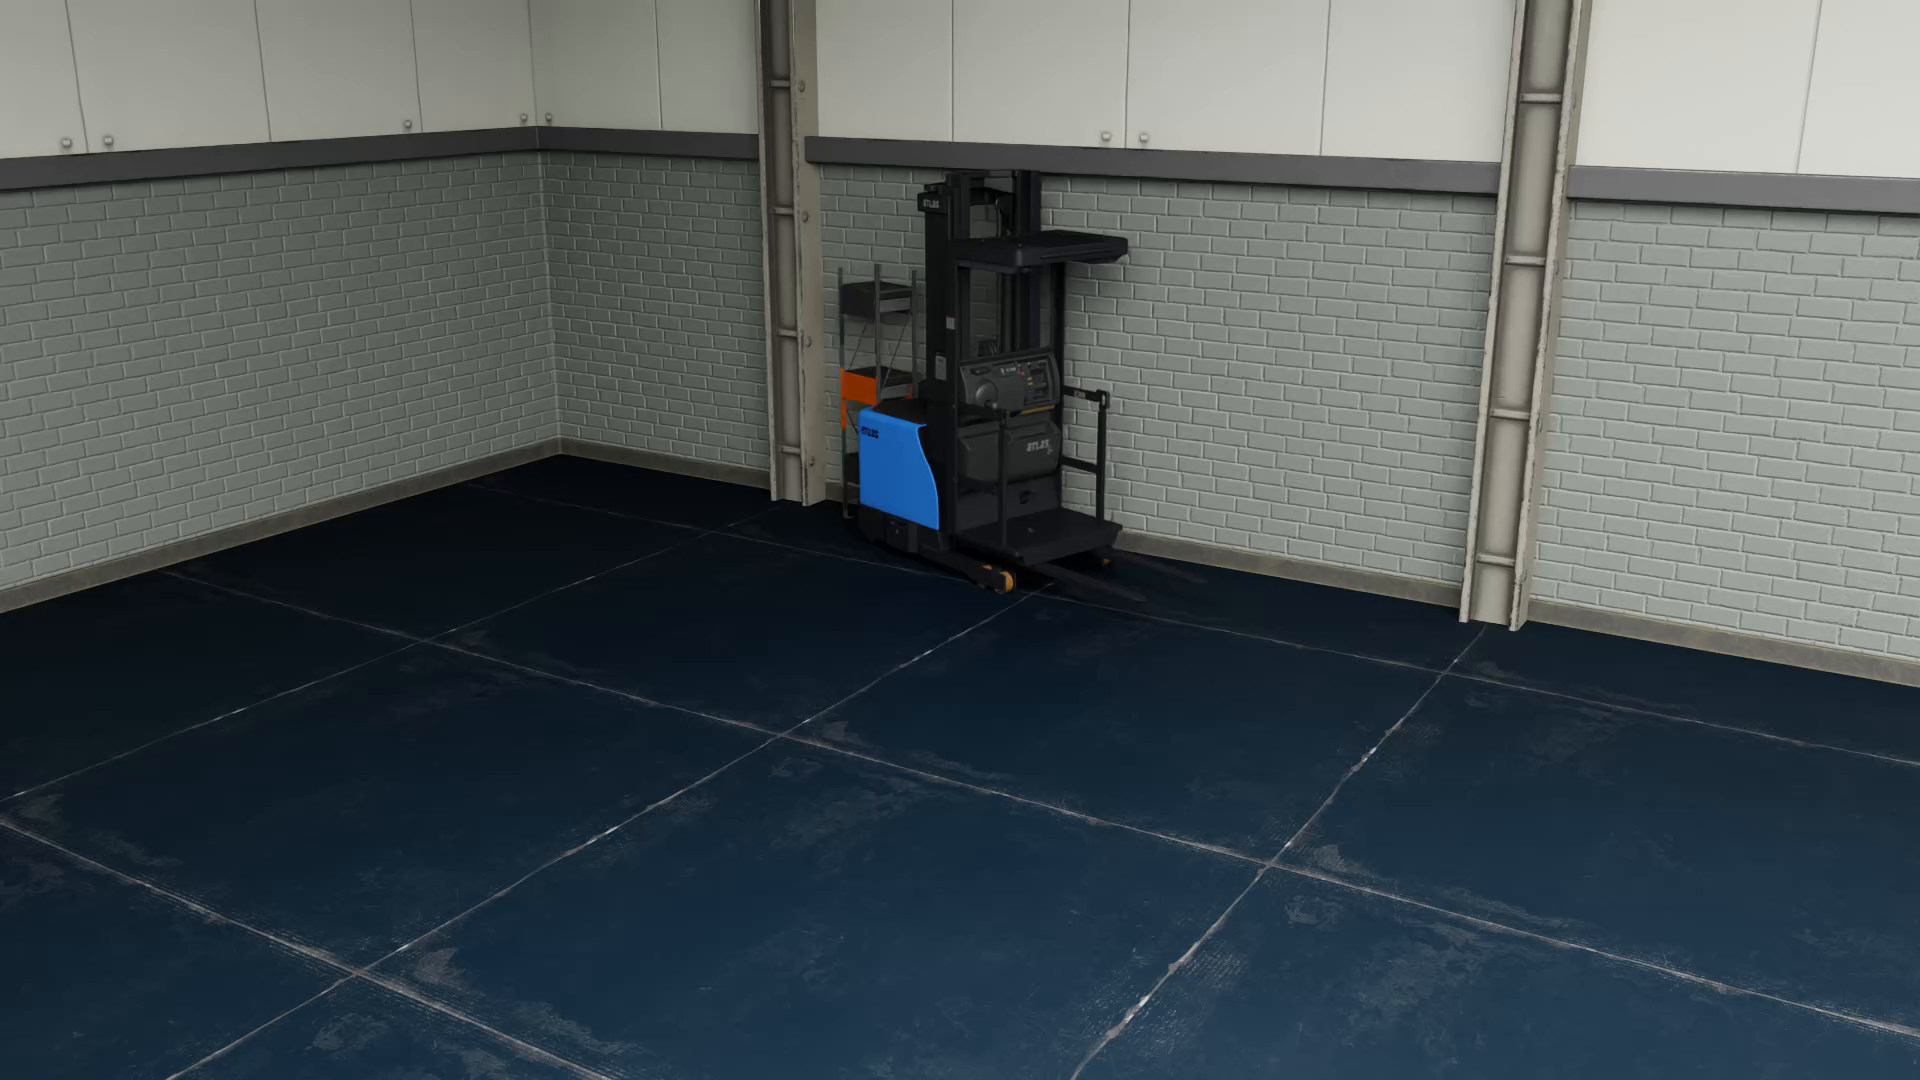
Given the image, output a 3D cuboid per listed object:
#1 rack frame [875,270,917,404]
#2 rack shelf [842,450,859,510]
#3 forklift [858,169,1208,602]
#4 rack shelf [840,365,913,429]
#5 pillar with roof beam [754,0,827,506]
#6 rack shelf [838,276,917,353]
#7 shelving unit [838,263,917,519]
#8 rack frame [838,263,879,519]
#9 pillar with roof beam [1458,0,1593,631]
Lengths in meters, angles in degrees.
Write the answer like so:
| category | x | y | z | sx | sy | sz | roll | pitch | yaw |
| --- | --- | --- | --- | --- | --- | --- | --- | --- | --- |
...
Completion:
| category | x | y | z | sx | sy | sz | roll | pitch | yaw |
| --- | --- | --- | --- | --- | --- | --- | --- | --- | --- |
| rack frame | -0.508 | -1.111 | 13.427 | 0.400 | 2.100 | 0.015 | -14 | 22 | -38 |
| rack shelf | -0.665 | -0.483 | 13.813 | 0.431 | 0.518 | 0.480 | -14 | 22 | -38 |
| forklift | 0.512 | -1.175 | 12.207 | 1.130 | 2.935 | 3.031 | -14 | 22 | -38 |
| rack shelf | -0.665 | -1.152 | 13.609 | 0.431 | 0.518 | 0.480 | -14 | 22 | -38 |
| pillar with roof beam | -3.661 | -3.598 | 9.743 | 0.400 | 9.000 | 9.100 | 10 | 20 | 30 |
| rack shelf | -0.665 | -1.822 | 13.406 | 0.431 | 0.518 | 0.480 | -14 | 22 | -38 |
| shelving unit | -0.665 | -1.166 | 13.605 | 0.431 | 2.100 | 0.503 | -14 | 22 | -38 |
| rack frame | -0.822 | -1.220 | 13.784 | 0.400 | 2.100 | 0.015 | -14 | 22 | -38 |
| pillar with roof beam | 1.452 | -2.685 | 6.738 | 0.400 | 9.000 | 9.100 | 10 | 20 | 30 |
